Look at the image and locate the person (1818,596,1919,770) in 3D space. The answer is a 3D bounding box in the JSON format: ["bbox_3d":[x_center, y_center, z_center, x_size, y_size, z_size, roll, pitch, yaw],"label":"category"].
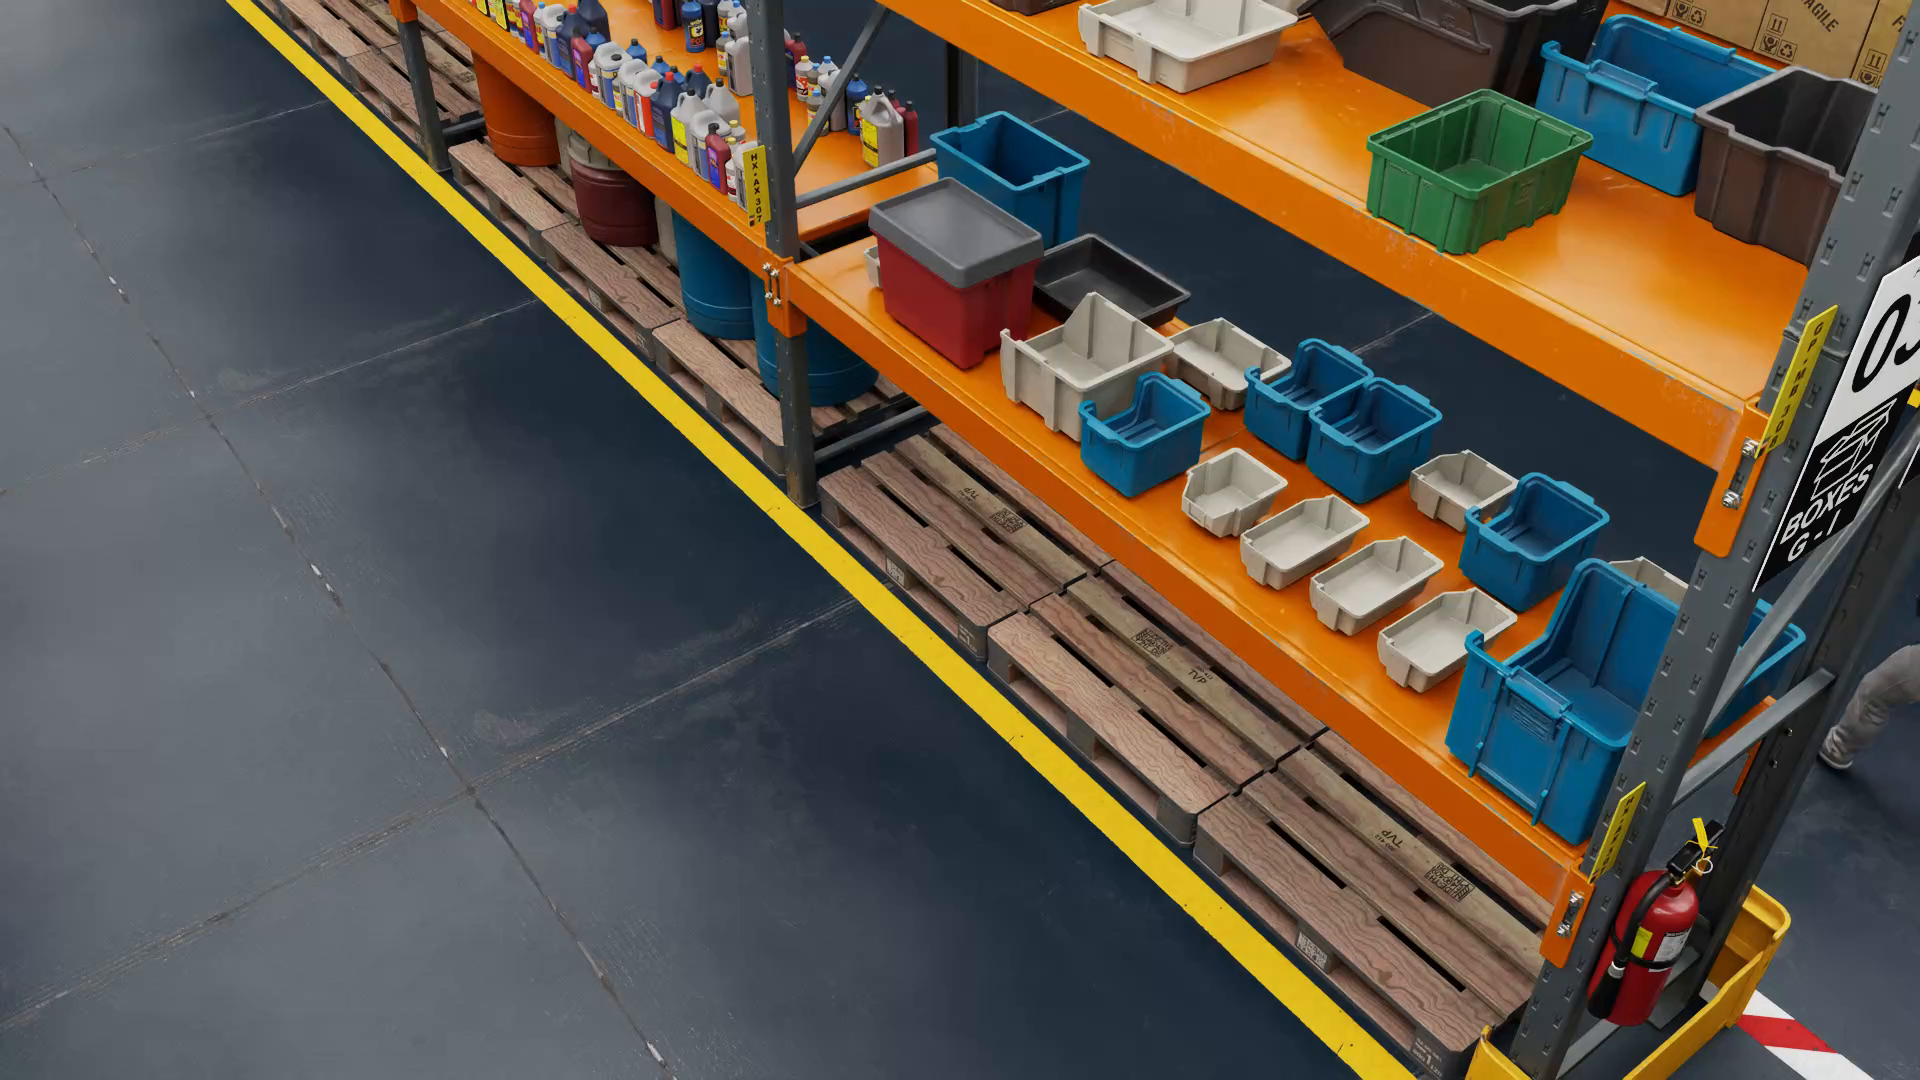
[{"bbox_3d":[3.442,0.395,5.694,0.515,1.605,0.967,-14,42,-16],"label":"person"}]
